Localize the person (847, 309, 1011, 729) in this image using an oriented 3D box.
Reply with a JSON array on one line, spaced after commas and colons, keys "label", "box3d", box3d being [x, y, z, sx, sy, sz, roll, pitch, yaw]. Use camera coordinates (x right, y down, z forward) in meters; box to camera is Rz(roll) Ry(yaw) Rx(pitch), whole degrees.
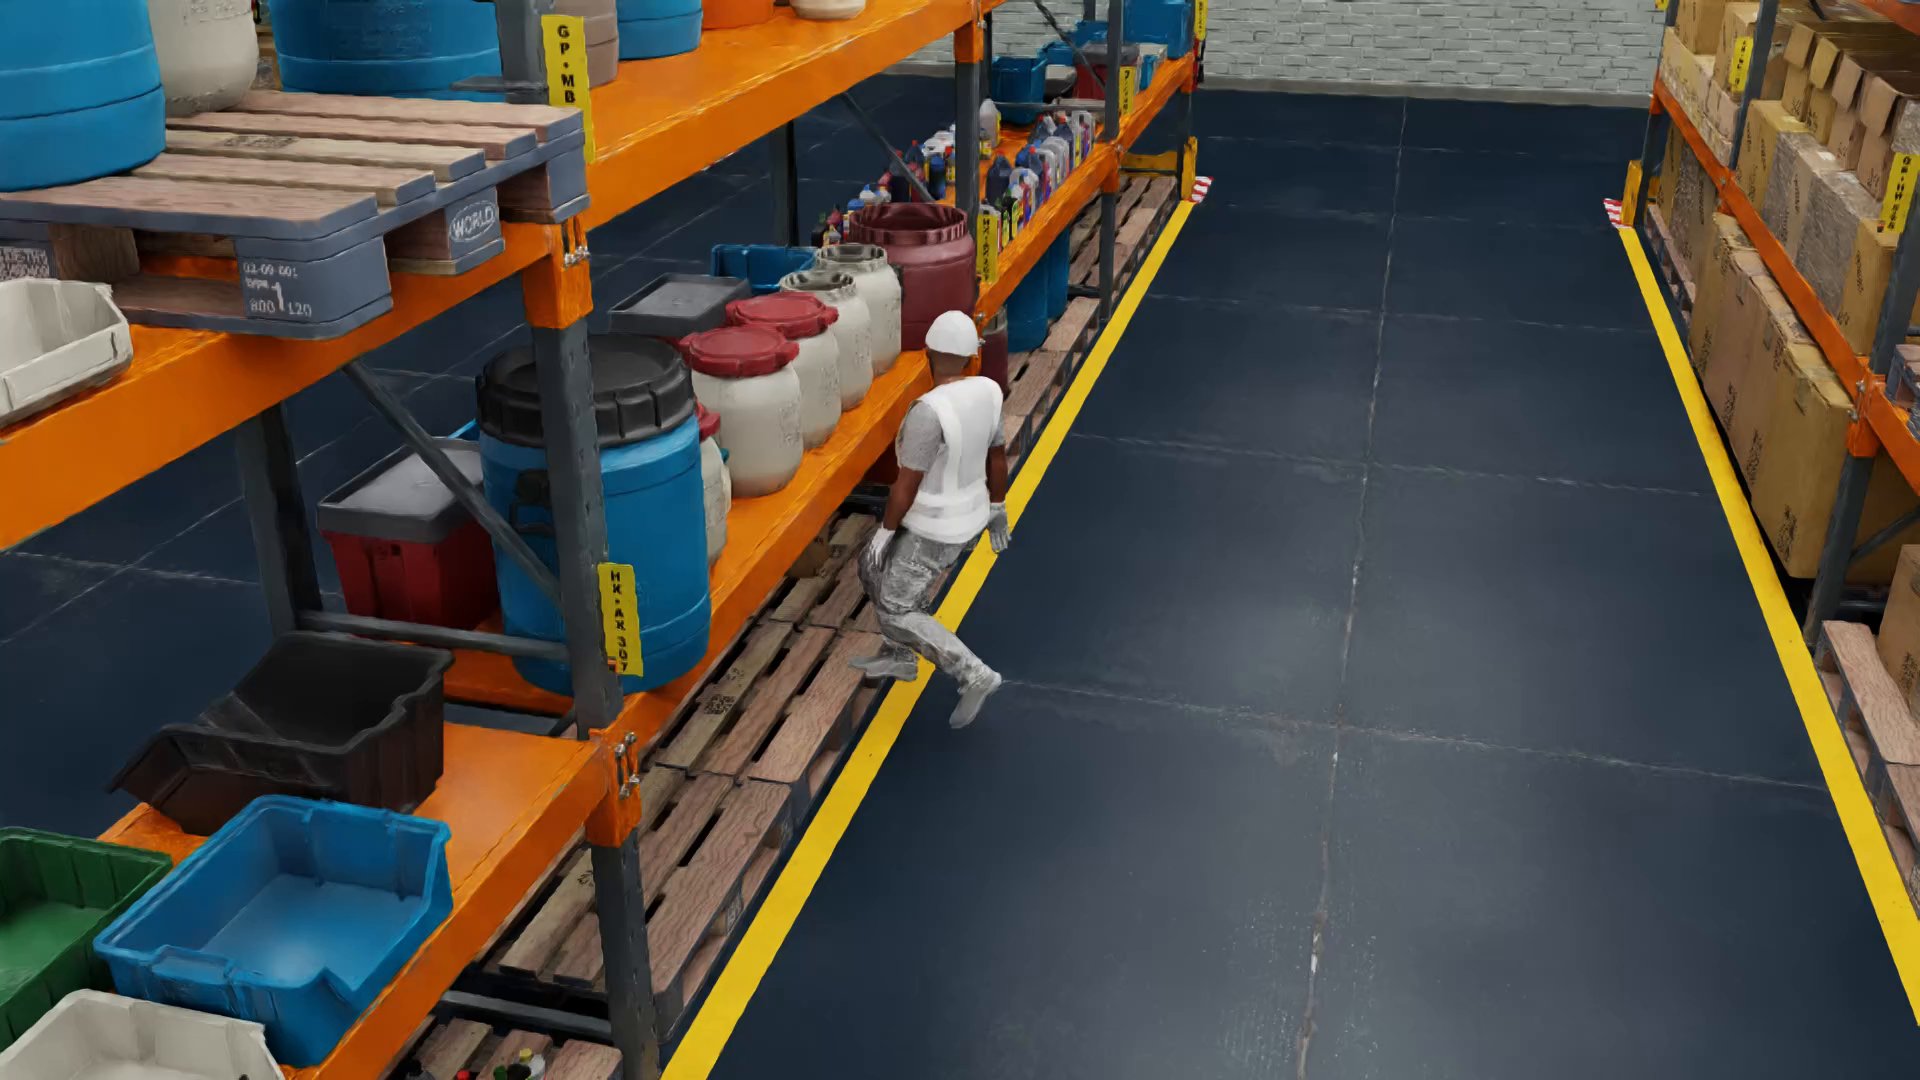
[{"label": "person", "box3d": [-0.096, -0.107, 6.797, 0.729, 1.683, 0.595, 11, 27, 21]}]
